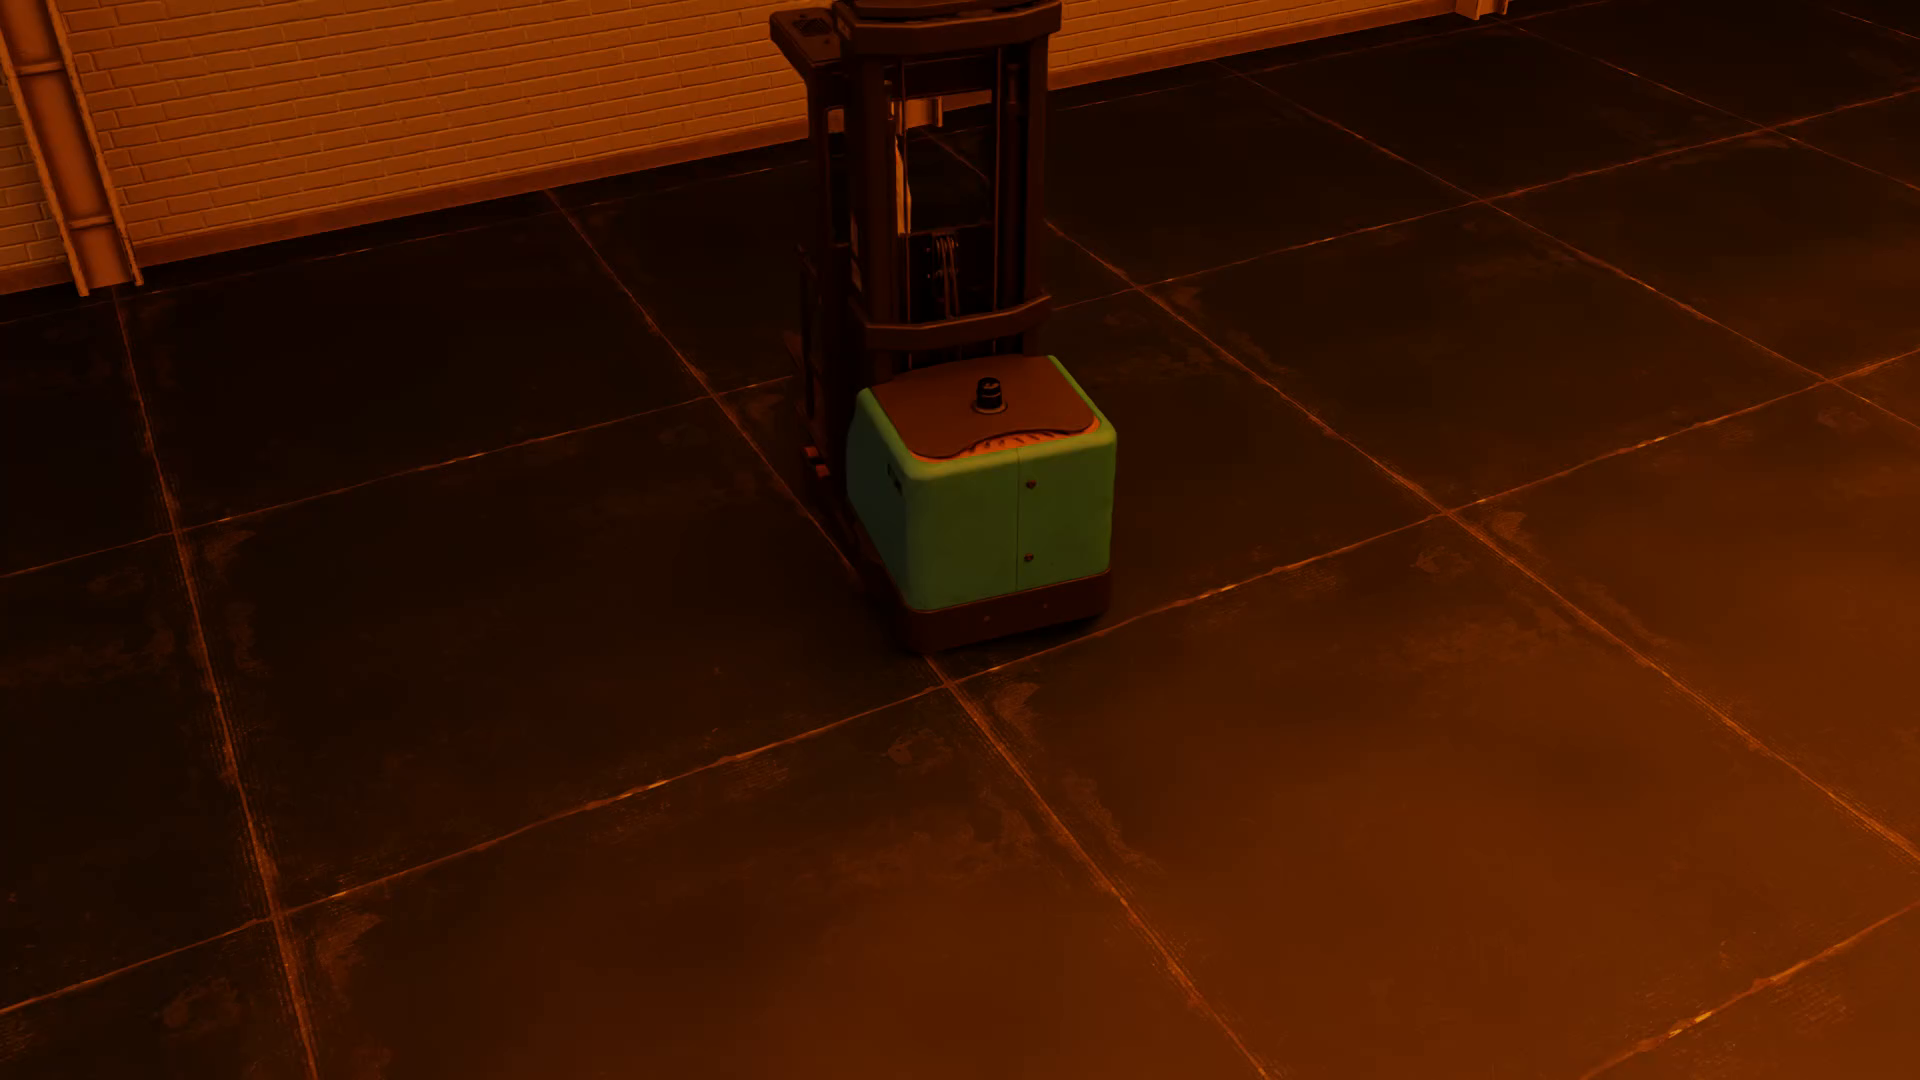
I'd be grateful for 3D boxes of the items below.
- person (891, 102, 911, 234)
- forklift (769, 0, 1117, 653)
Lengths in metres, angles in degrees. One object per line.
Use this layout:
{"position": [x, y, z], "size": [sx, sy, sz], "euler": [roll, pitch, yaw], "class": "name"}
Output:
{"position": [-0.475, -2.612, 10.939], "size": [0.479, 1.640, 0.644], "euler": [-8, 36, -11], "class": "person"}
{"position": [-0.248, -1.516, 8.267], "size": [1.130, 2.935, 3.031], "euler": [-12, 37, -16], "class": "forklift"}
